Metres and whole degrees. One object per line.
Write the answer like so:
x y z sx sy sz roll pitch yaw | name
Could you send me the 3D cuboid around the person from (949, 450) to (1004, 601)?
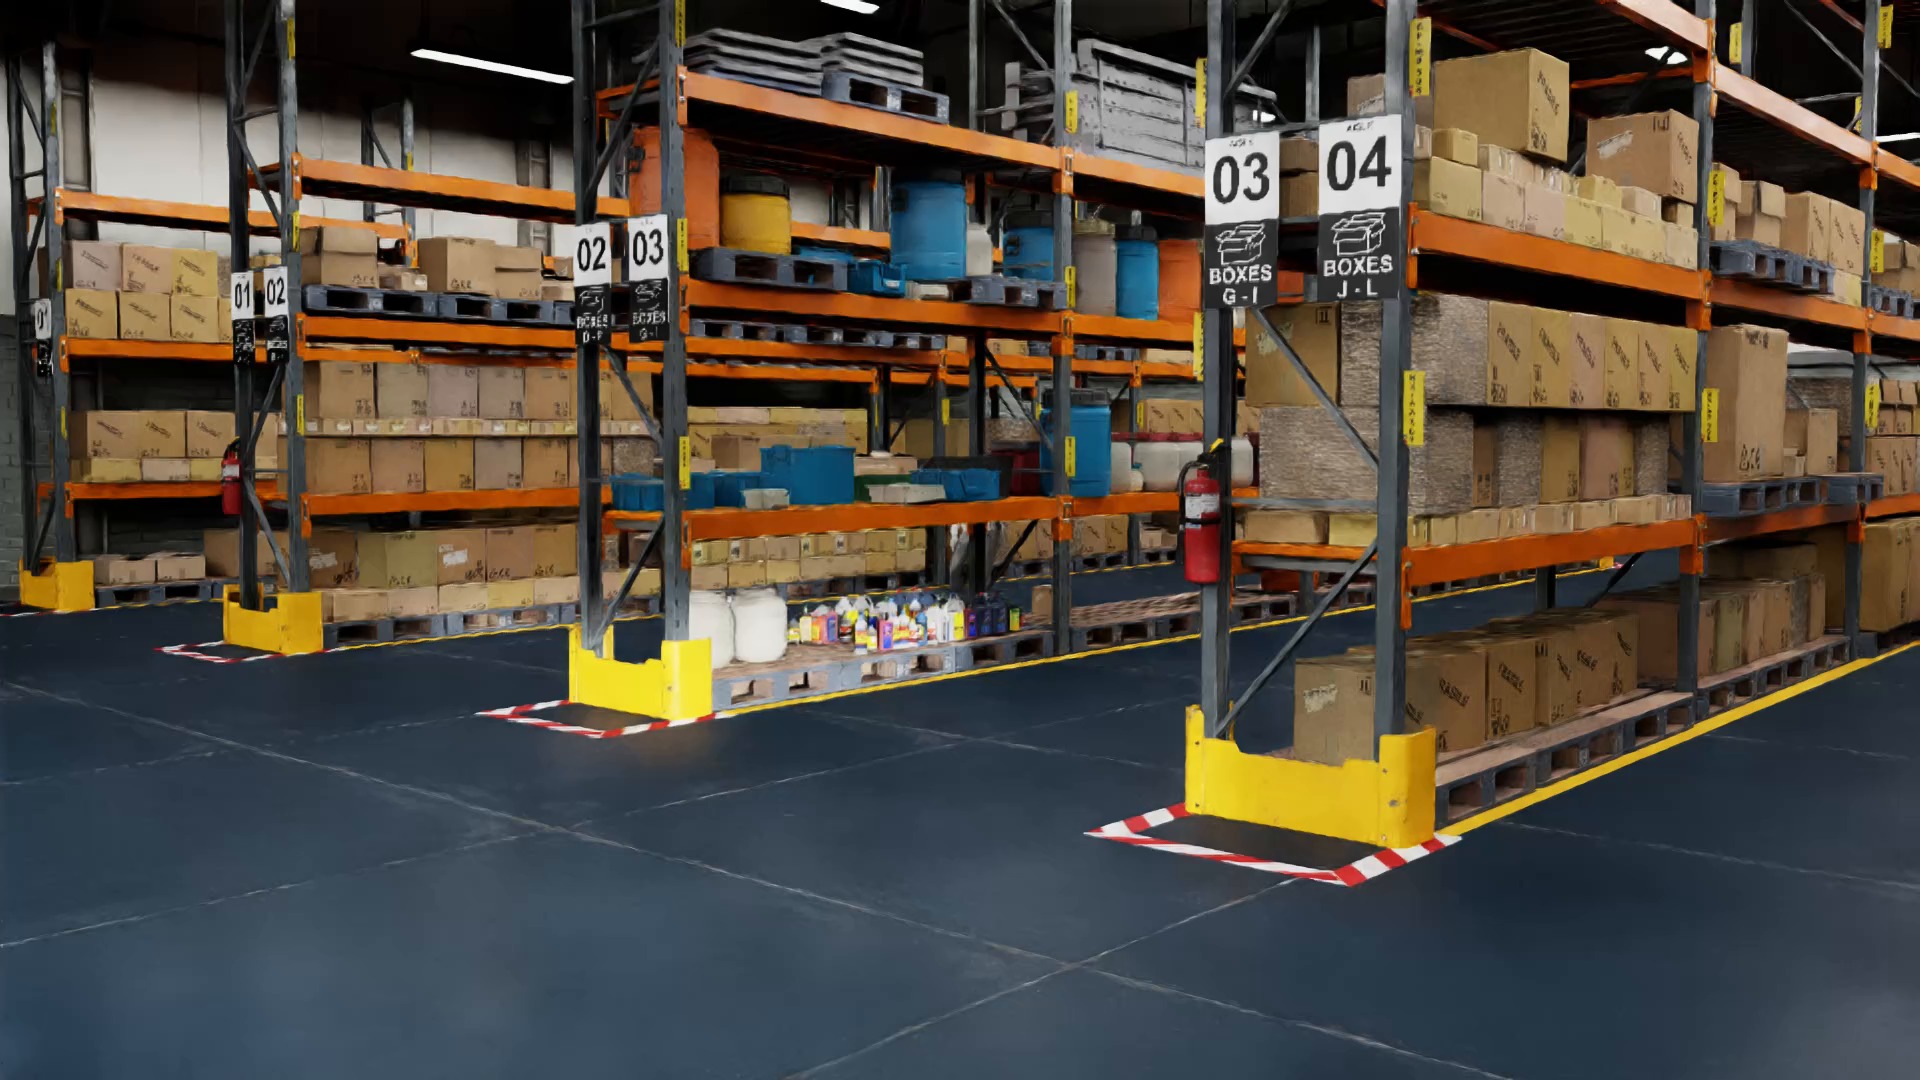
0.090 -0.057 16.295 0.673 1.667 0.492 0 4 4 | person
